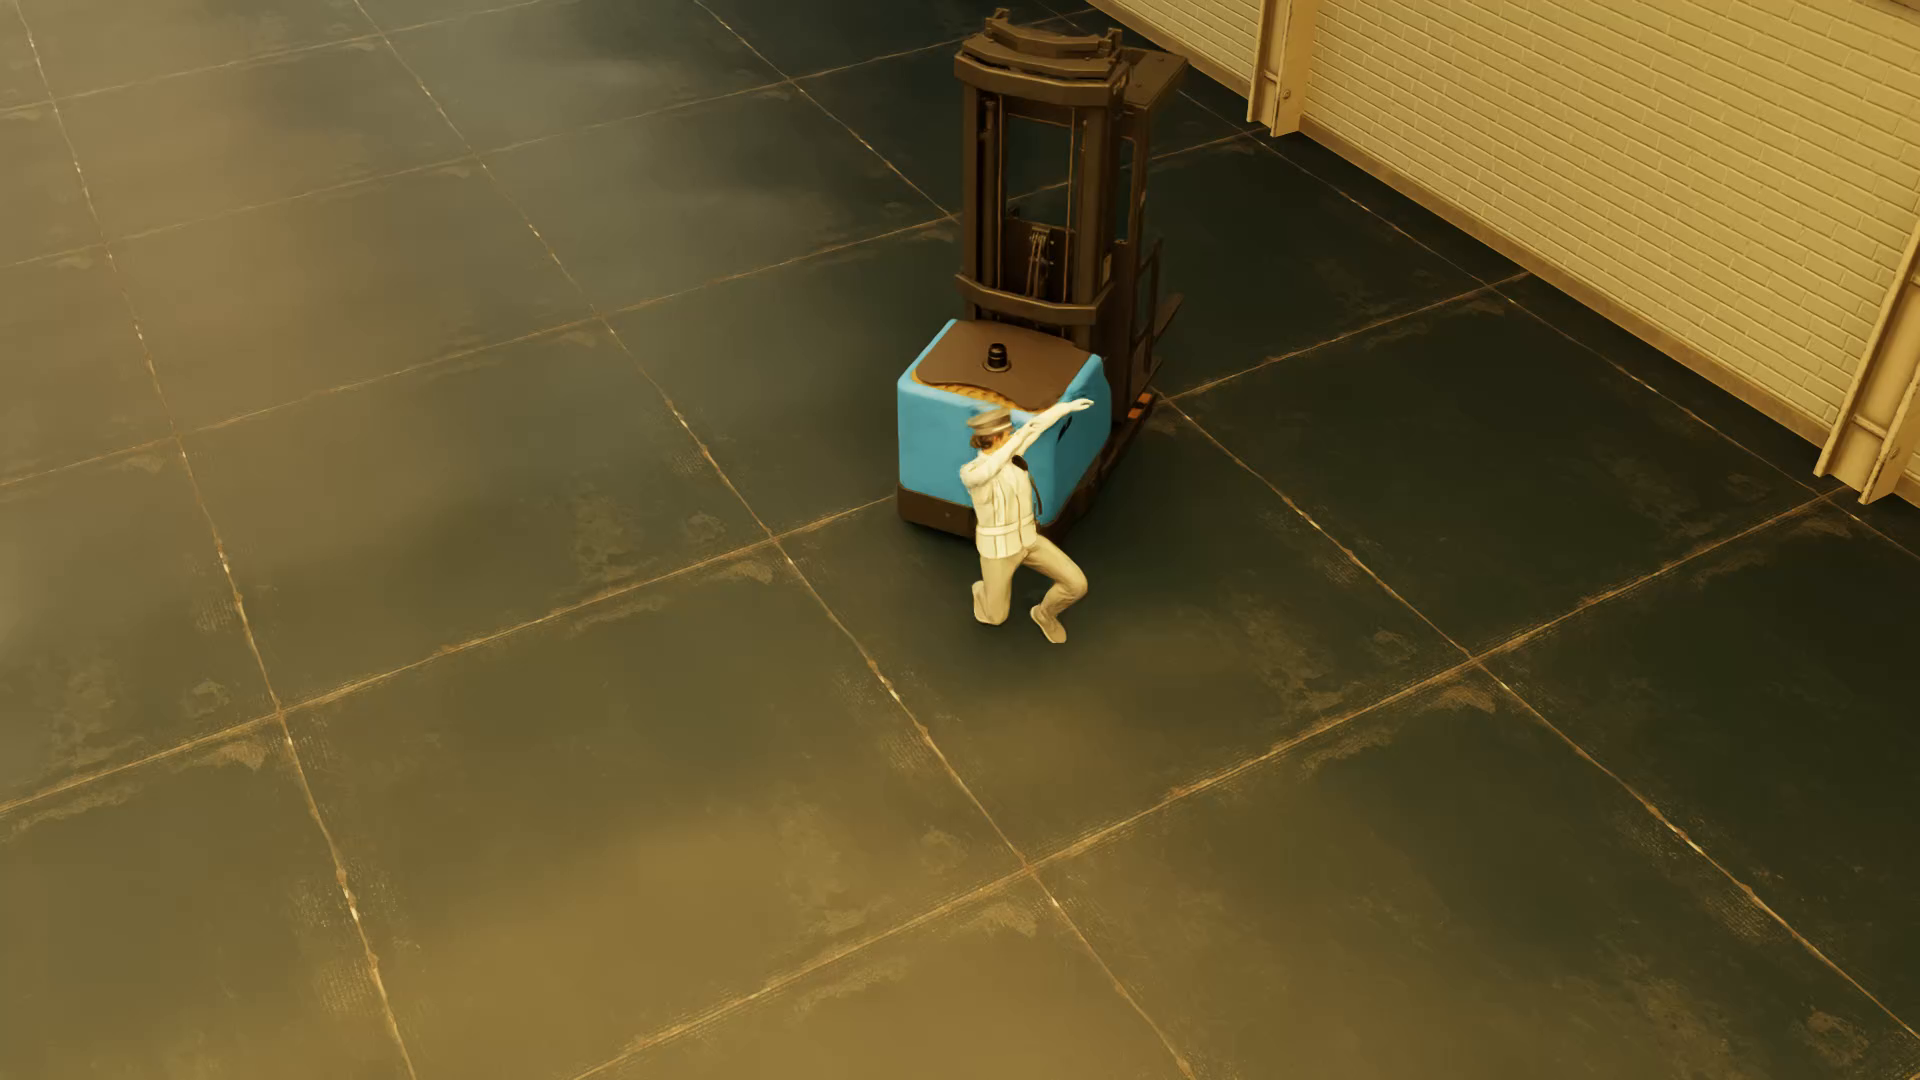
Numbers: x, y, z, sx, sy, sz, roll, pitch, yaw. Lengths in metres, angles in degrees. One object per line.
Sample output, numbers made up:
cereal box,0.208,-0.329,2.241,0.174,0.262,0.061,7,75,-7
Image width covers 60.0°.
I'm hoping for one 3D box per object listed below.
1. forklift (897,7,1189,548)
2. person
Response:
forklift,0.691,-1.960,10.400,1.130,2.935,3.031,16,42,19
person,0.503,-0.137,9.346,1.015,1.523,0.826,-26,46,-28
